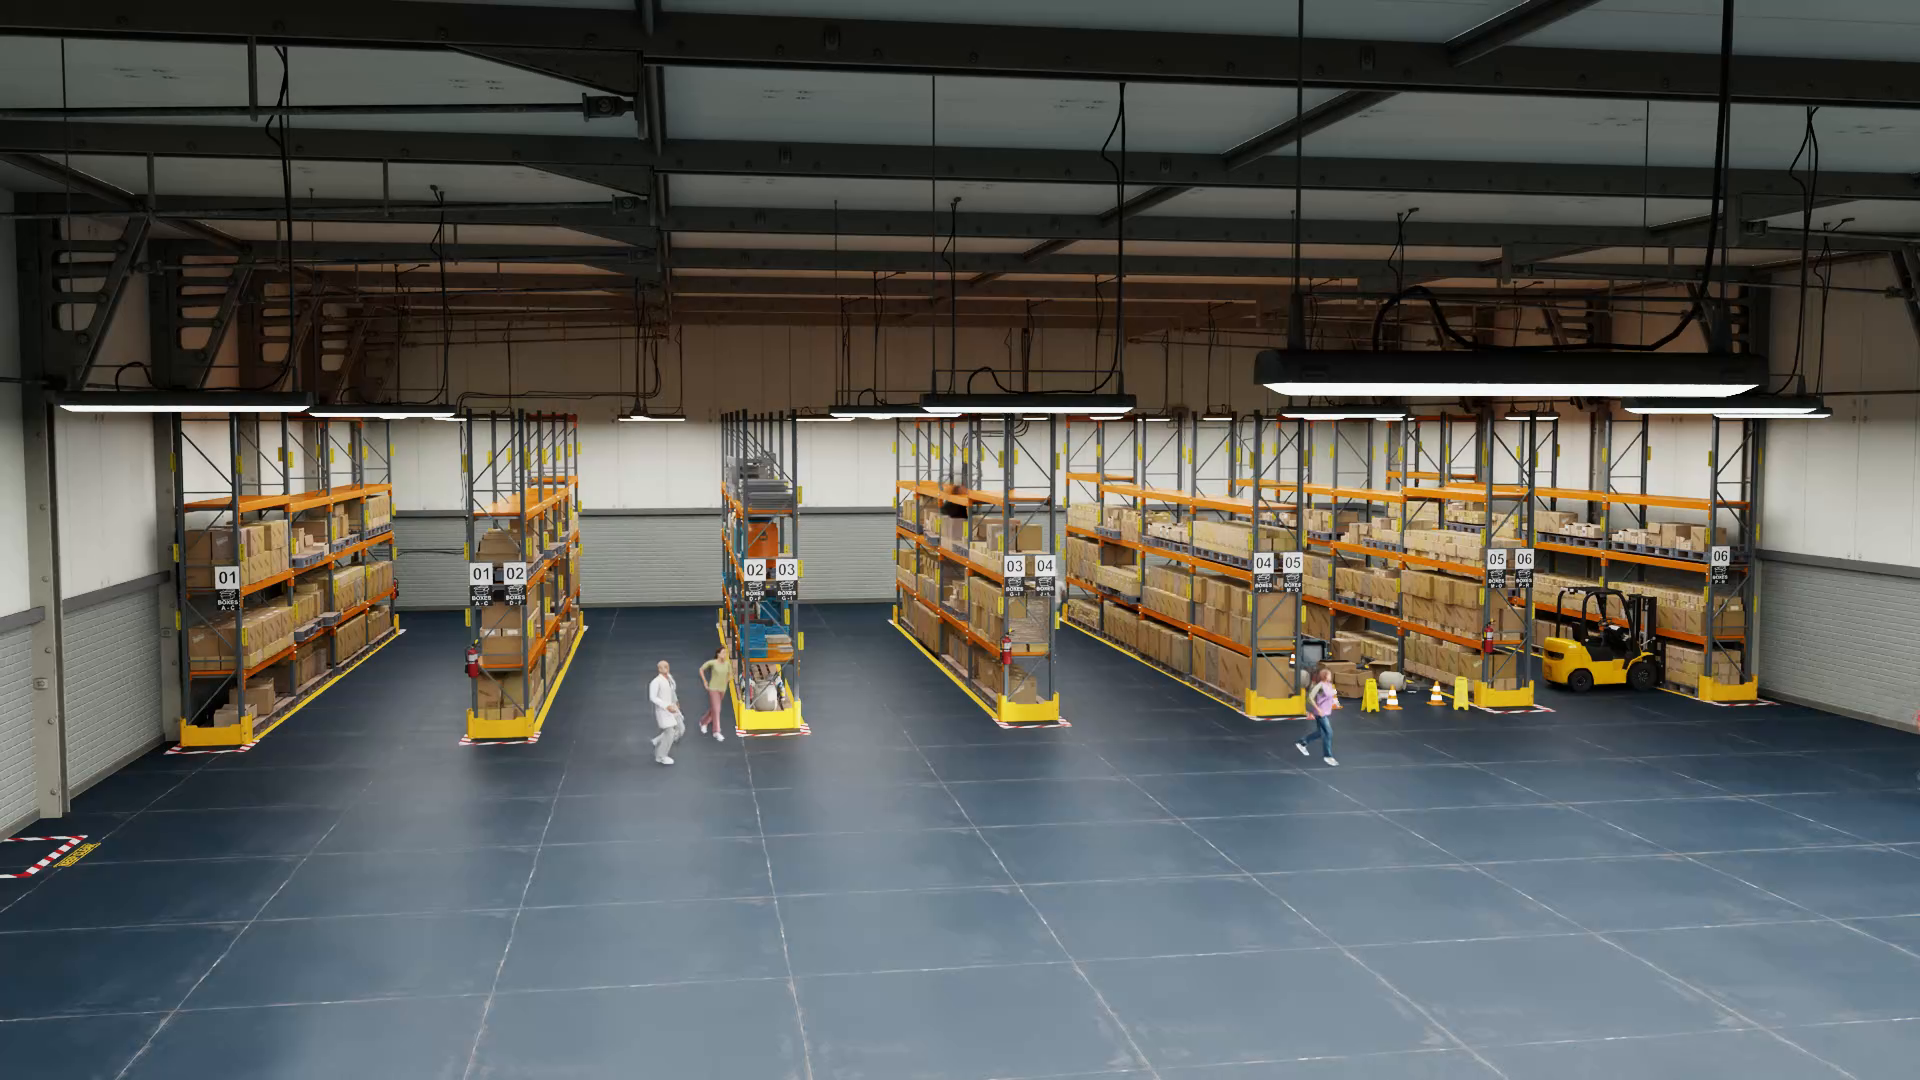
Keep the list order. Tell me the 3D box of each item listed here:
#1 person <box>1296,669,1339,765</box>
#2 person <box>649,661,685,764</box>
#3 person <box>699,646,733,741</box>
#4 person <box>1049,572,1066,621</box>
[{"bbox_3d":[6.061,2.960,28.120,0.775,1.612,0.536,3,5,32],"label":"person"},{"bbox_3d":[-4.961,2.901,28.083,0.571,1.740,0.717,2,4,21],"label":"person"},{"bbox_3d":[-4.420,2.767,30.440,0.594,1.659,0.931,-3,5,-40],"label":"person"},{"bbox_3d":[2.552,1.716,45.020,0.668,1.767,0.679,-1,4,-10],"label":"person"}]
